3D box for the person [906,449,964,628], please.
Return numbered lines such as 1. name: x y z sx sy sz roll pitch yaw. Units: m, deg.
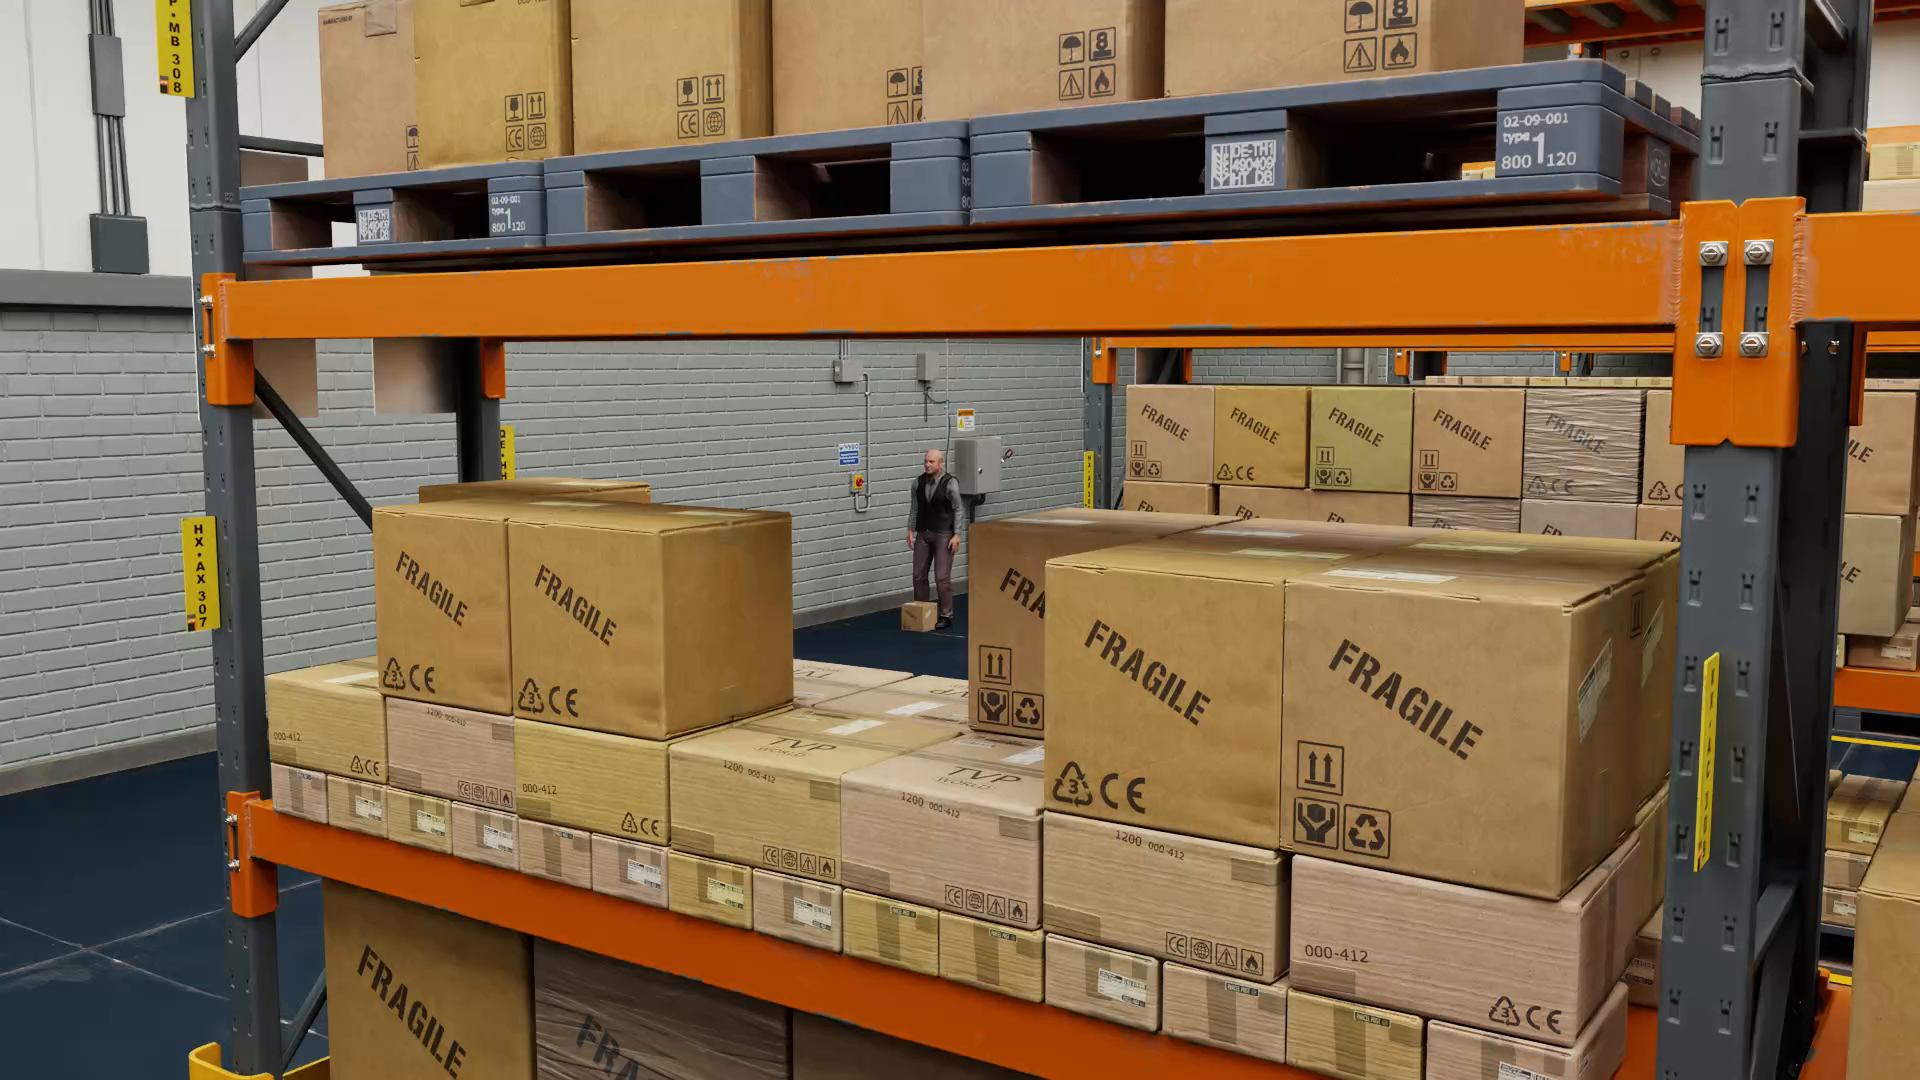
1. person: -0.235 -0.023 16.090 0.594 1.721 0.417 4 7 30
